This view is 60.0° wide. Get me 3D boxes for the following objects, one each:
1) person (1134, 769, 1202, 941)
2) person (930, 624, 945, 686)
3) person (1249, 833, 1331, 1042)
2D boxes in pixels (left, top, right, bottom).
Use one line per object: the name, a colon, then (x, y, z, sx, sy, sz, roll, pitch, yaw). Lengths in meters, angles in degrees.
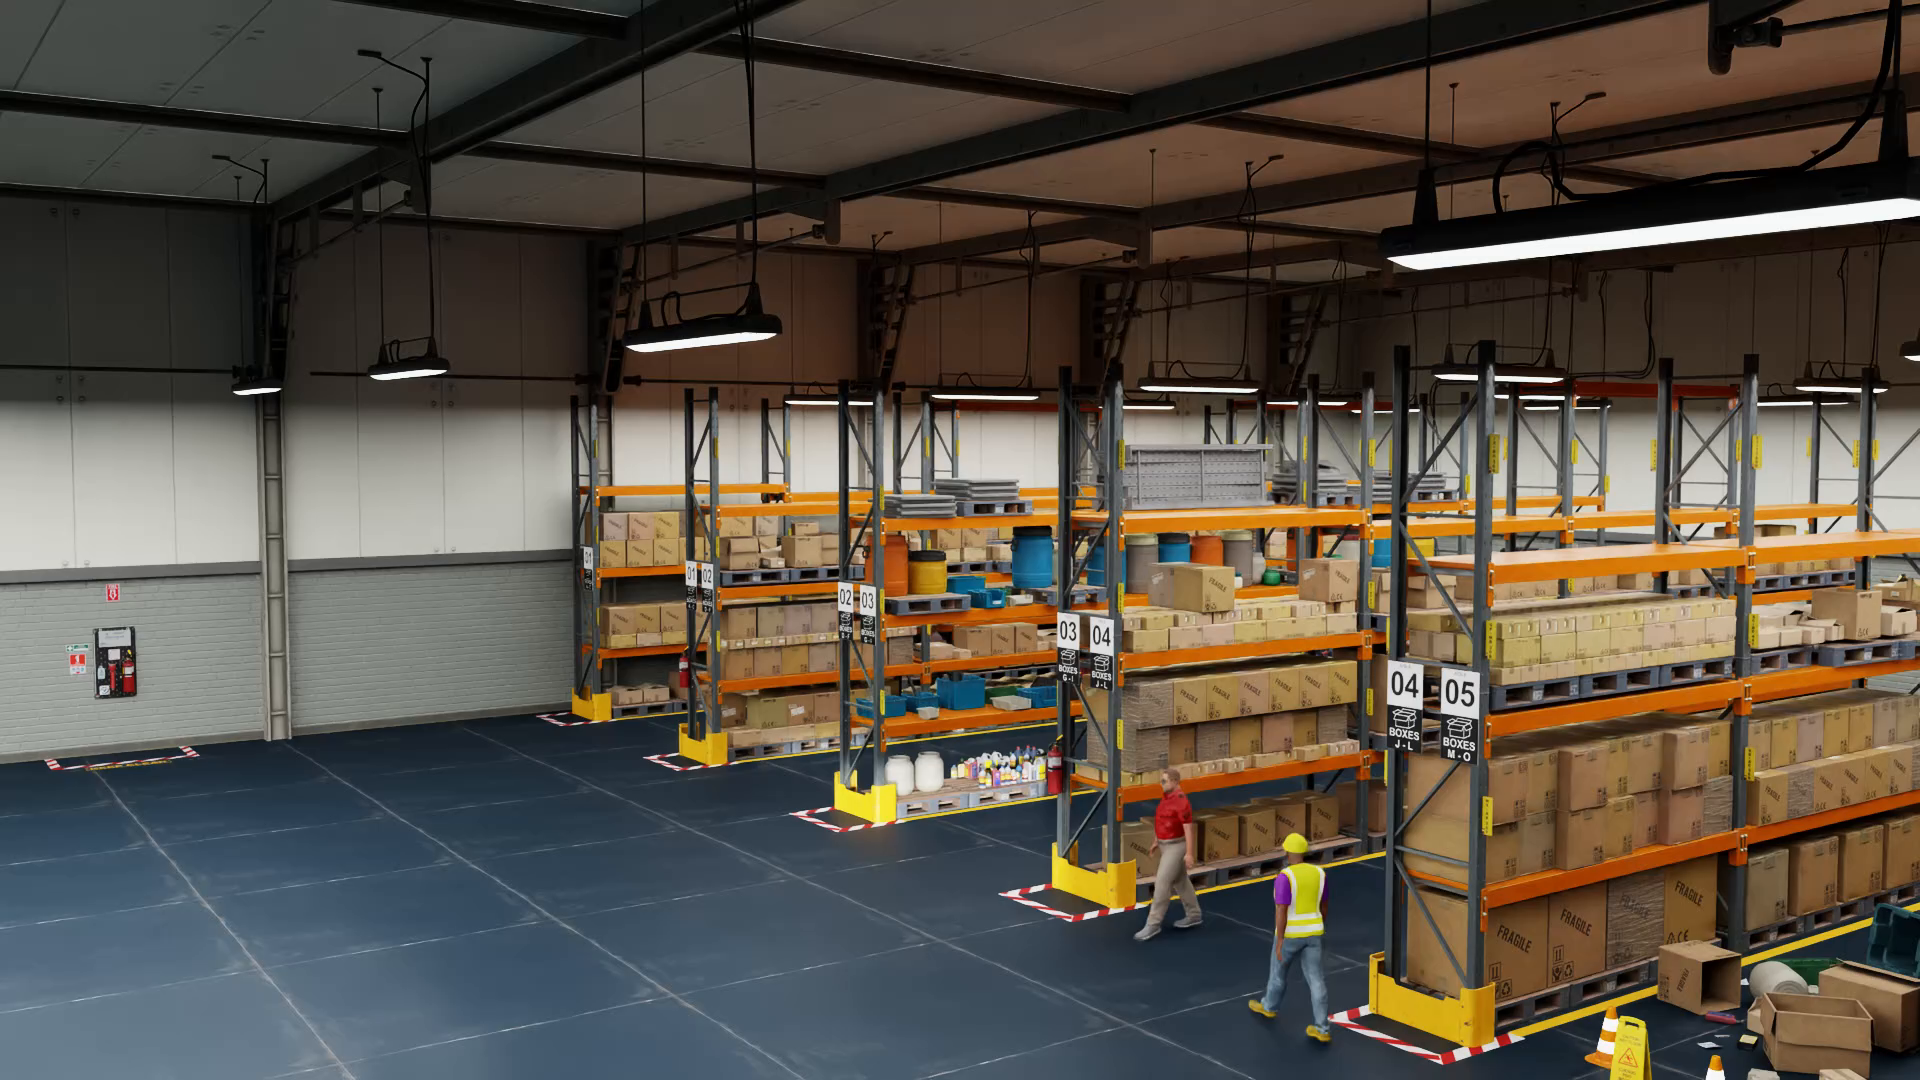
person: (2.170, 3.256, 17.431, 0.833, 1.723, 0.582, -1, 3, -9)
person: (-0.485, 2.424, 31.653, 0.541, 1.820, 0.718, -1, 4, -11)
person: (2.939, 3.411, 14.546, 0.612, 1.697, 1.033, -1, 4, -19)
